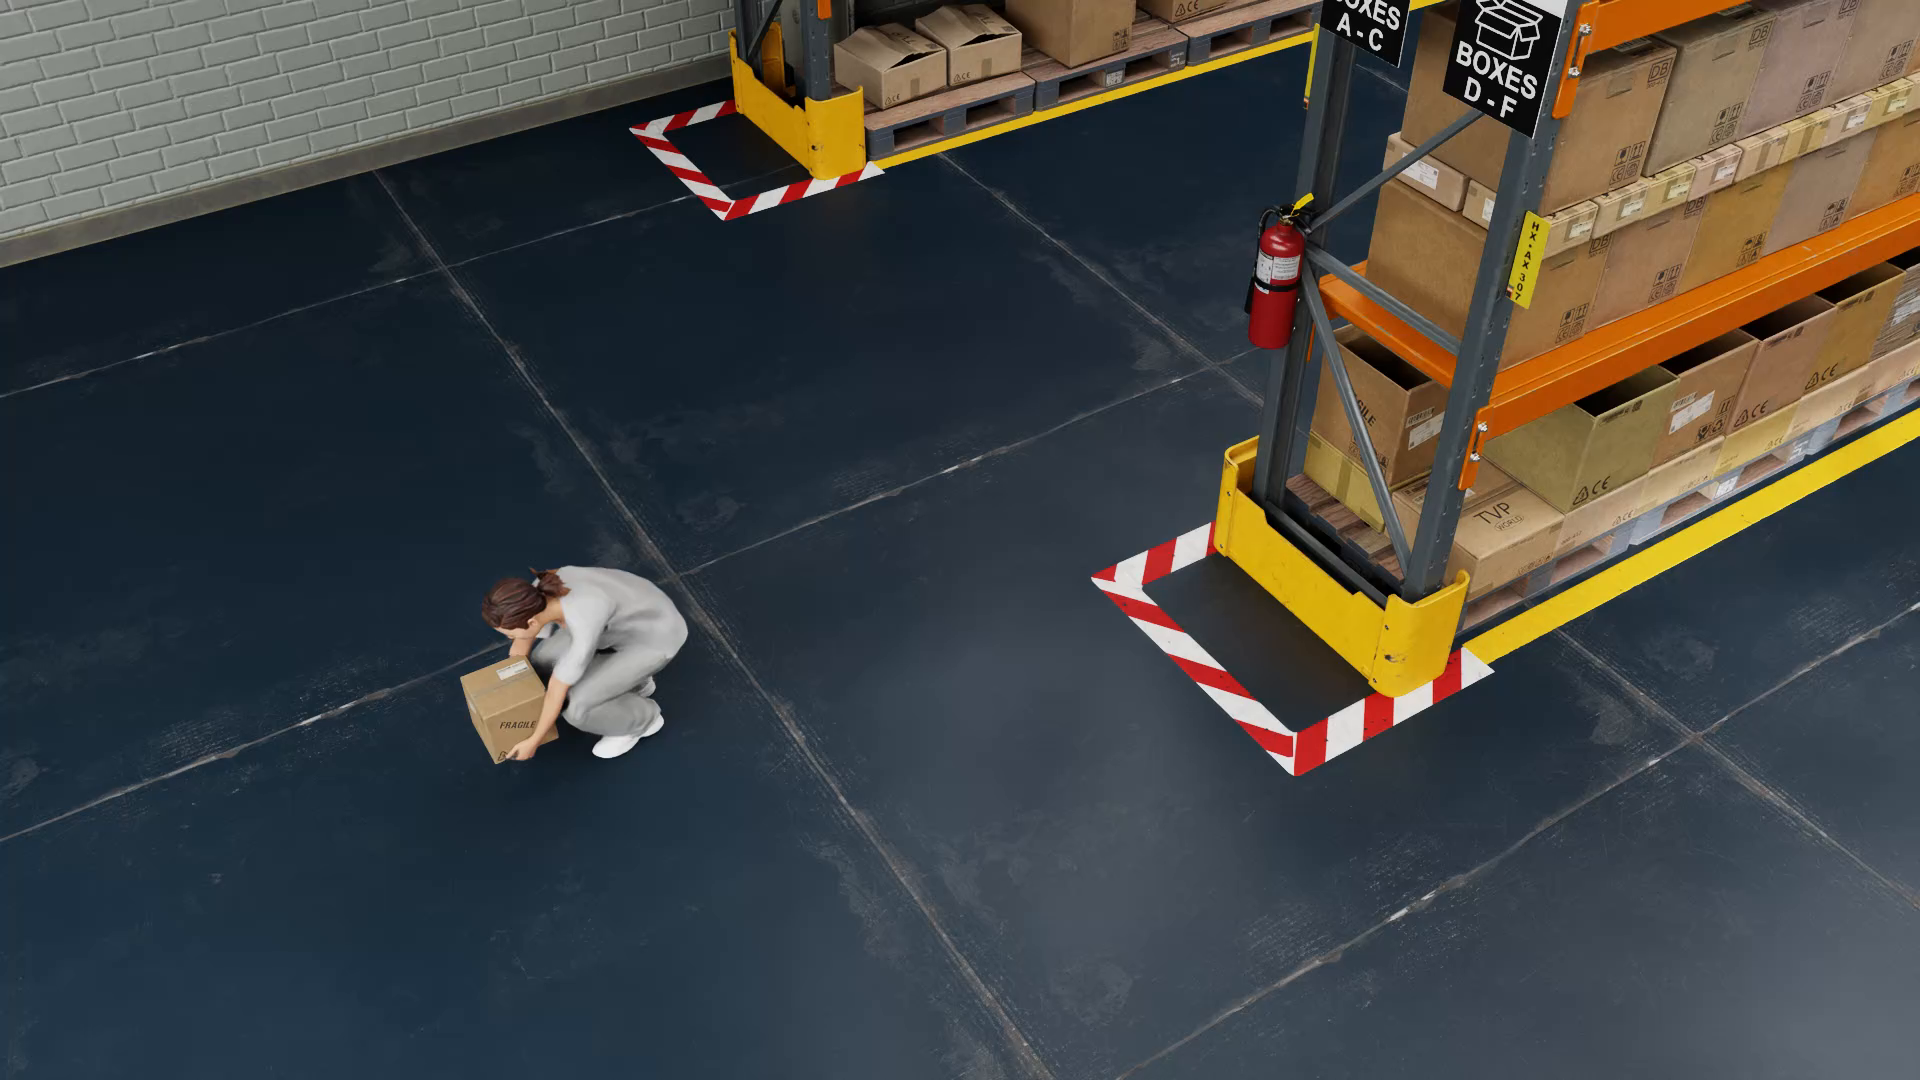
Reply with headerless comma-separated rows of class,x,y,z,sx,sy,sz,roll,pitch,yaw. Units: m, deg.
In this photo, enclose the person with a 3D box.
person,-1.418,0.406,6.247,0.802,0.956,0.467,-24,46,-25
